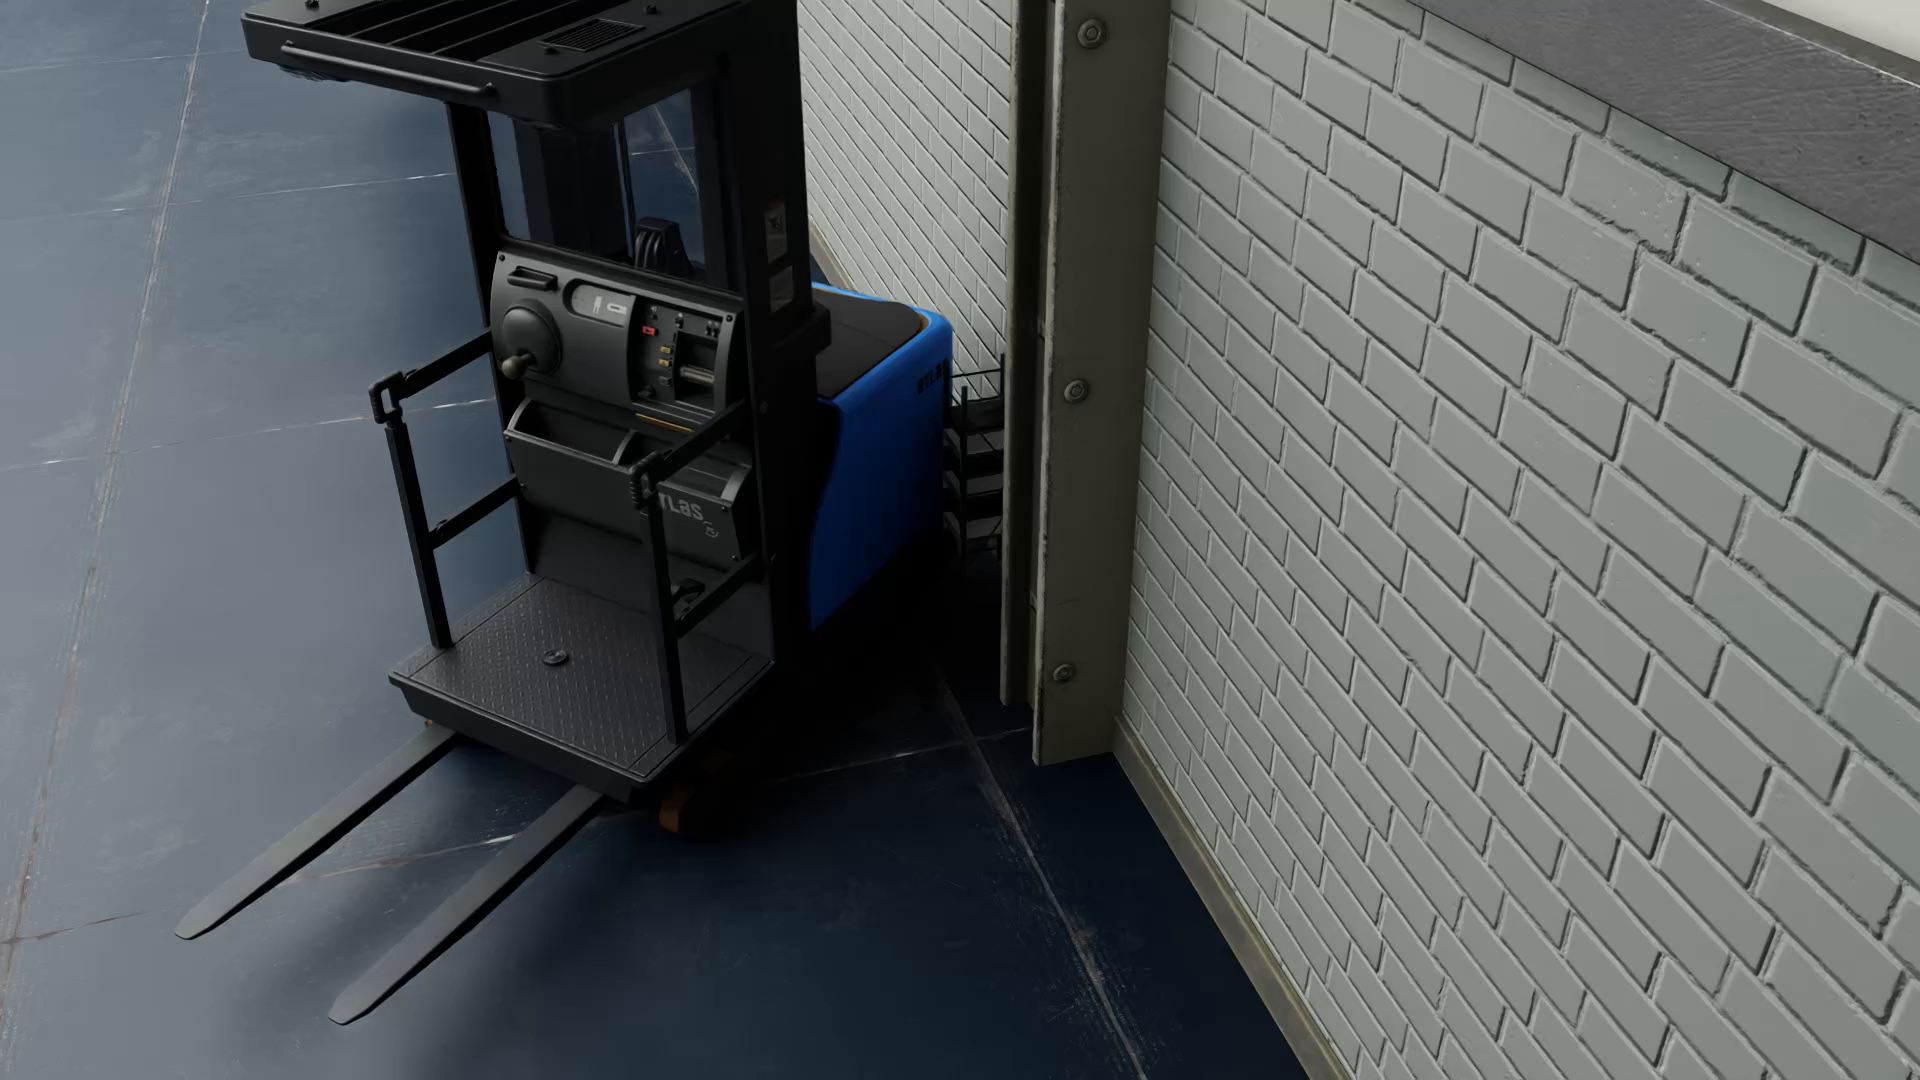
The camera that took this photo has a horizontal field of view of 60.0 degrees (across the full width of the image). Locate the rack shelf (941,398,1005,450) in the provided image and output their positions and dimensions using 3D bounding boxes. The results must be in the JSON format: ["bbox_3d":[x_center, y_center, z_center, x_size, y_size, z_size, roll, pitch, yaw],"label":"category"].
[{"bbox_3d":[0.086,-0.428,6.060,0.258,0.077,0.200,-10,34,-16],"label":"rack shelf"}]

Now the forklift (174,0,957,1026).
[{"bbox_3d":[-1.176,-0.568,4.951,1.130,2.935,3.031,17,37,24],"label":"forklift"}]

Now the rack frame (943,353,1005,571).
[{"bbox_3d":[0.052,-0.280,6.267,0.240,0.900,0.006,-10,34,-16],"label":"rack frame"}]

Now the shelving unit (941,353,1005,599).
[{"bbox_3d":[0.085,-0.228,6.186,0.258,0.900,0.210,-10,34,-16],"label":"shelving unit"}]

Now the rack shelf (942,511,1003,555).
[{"bbox_3d":[0.084,-0.048,6.300,0.258,0.077,0.200,-10,34,-16],"label":"rack shelf"}]

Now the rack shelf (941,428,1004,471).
[{"bbox_3d":[0.086,-0.352,6.108,0.258,0.077,0.200,-10,34,-16],"label":"rack shelf"}]

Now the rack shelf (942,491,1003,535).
[{"bbox_3d":[0.085,-0.124,6.252,0.258,0.077,0.200,-10,34,-16],"label":"rack shelf"}]

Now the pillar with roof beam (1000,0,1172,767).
[{"bbox_3d":[-3.754,-2.397,2.215,9.100,9.000,0.400,-10,35,-15],"label":"pillar with roof beam"}]

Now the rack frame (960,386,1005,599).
[{"bbox_3d":[0.118,-0.177,6.105,0.240,0.900,0.006,-10,34,-16],"label":"rack frame"}]

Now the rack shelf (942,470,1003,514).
[{"bbox_3d":[0.085,-0.200,6.204,0.258,0.077,0.200,-10,34,-16],"label":"rack shelf"}]

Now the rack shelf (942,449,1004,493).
[{"bbox_3d":[0.085,-0.276,6.156,0.258,0.077,0.200,-10,34,-16],"label":"rack shelf"}]
